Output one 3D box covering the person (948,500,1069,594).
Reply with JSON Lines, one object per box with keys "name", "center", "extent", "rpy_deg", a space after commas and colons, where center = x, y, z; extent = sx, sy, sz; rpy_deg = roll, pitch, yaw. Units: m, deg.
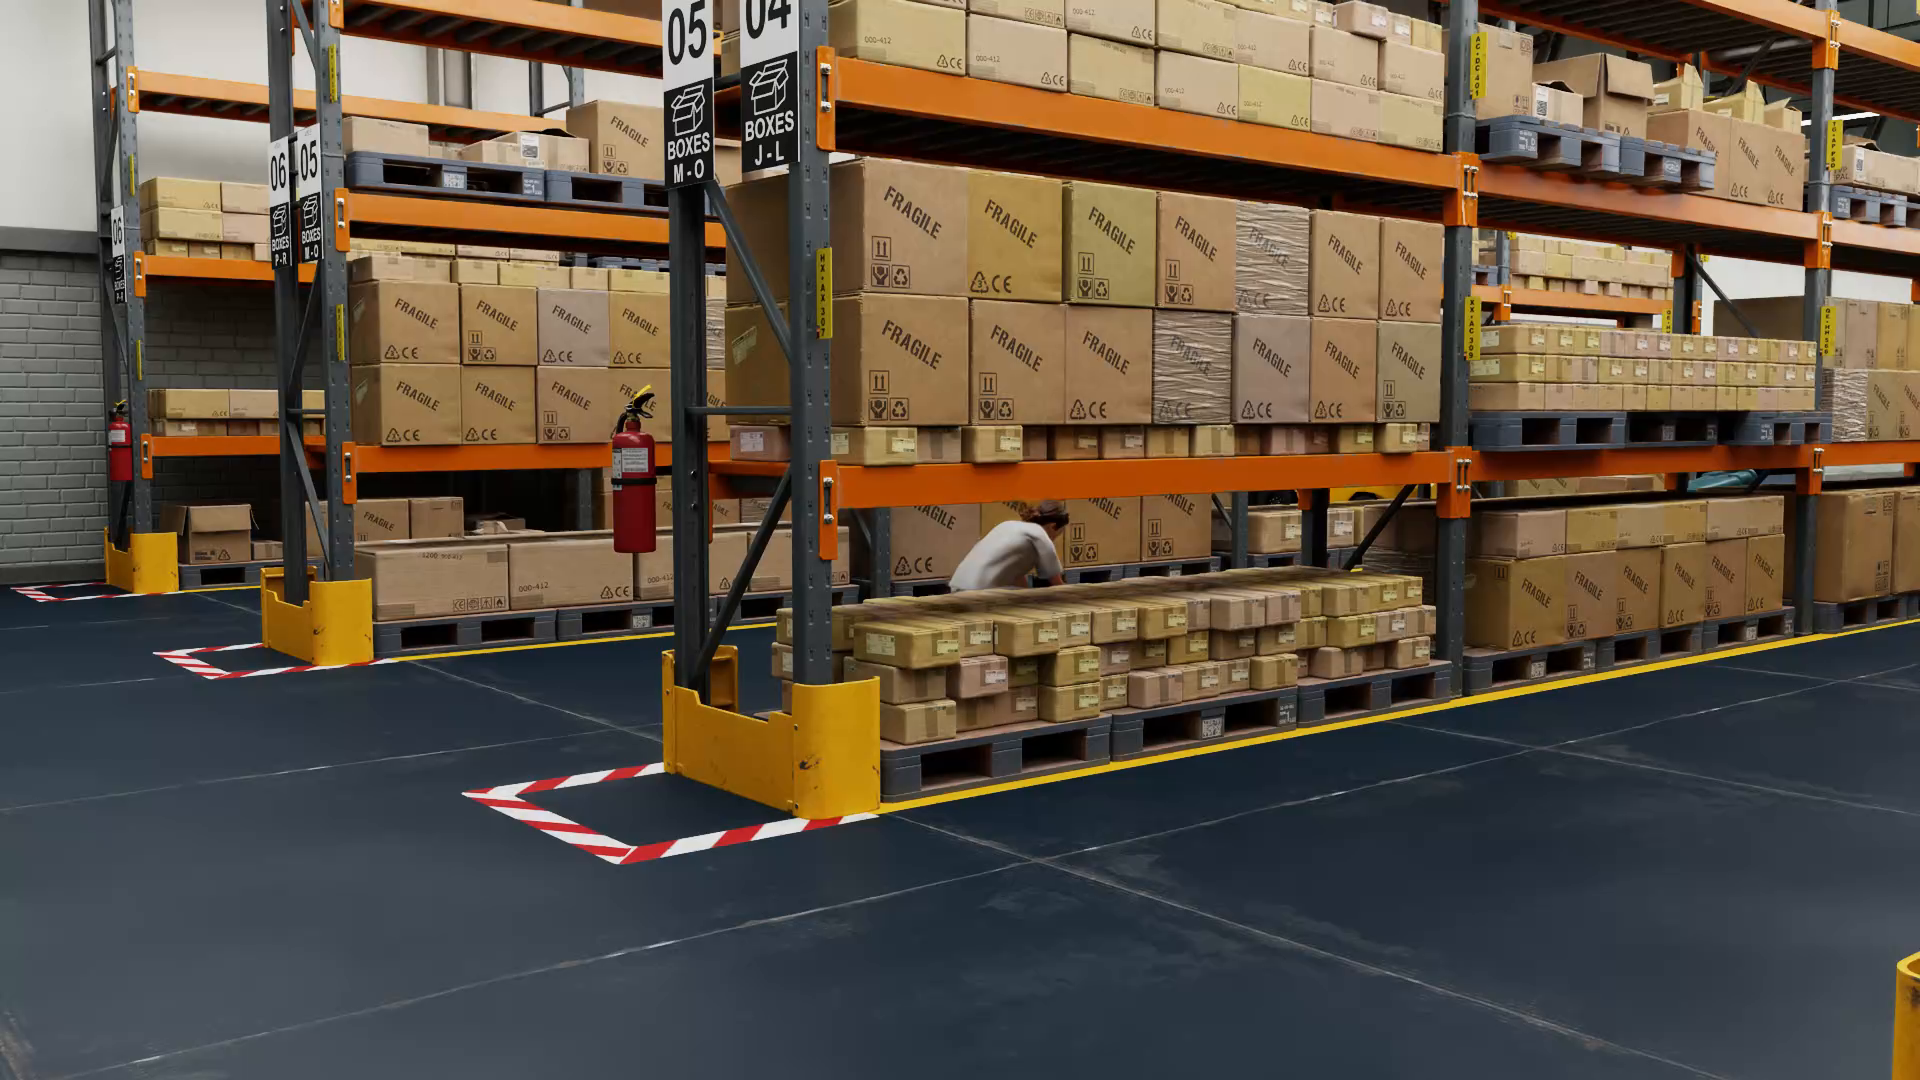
{"name": "person", "center": [0.302, 0.285, 9.379], "extent": [0.781, 1.009, 0.486], "rpy_deg": [-3, 5, -30]}
